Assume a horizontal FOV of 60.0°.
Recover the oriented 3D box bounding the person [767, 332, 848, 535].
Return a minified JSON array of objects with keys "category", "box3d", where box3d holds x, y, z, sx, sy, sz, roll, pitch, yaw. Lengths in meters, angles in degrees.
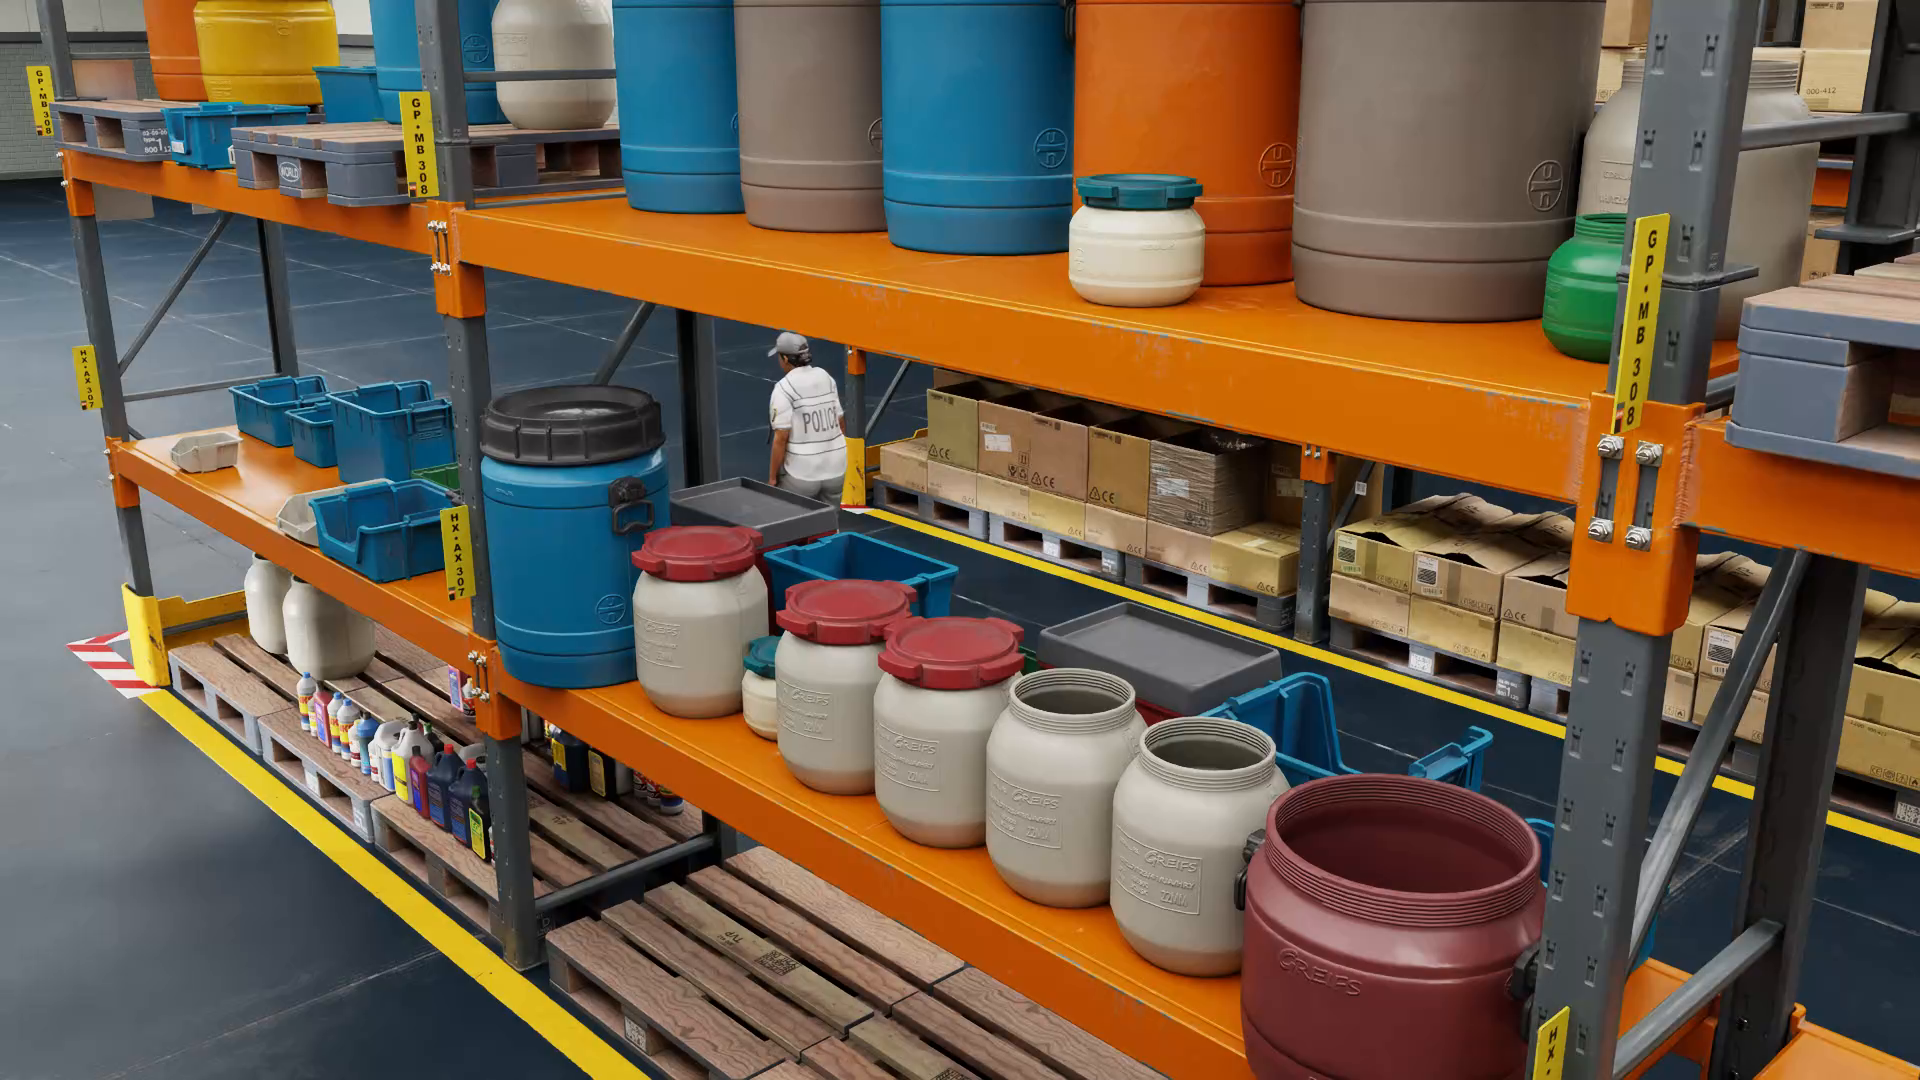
[{"category":"person","box3d":[-0.911,-0.404,9.823,0.537,1.665,0.468,-16,24,-41]}]
